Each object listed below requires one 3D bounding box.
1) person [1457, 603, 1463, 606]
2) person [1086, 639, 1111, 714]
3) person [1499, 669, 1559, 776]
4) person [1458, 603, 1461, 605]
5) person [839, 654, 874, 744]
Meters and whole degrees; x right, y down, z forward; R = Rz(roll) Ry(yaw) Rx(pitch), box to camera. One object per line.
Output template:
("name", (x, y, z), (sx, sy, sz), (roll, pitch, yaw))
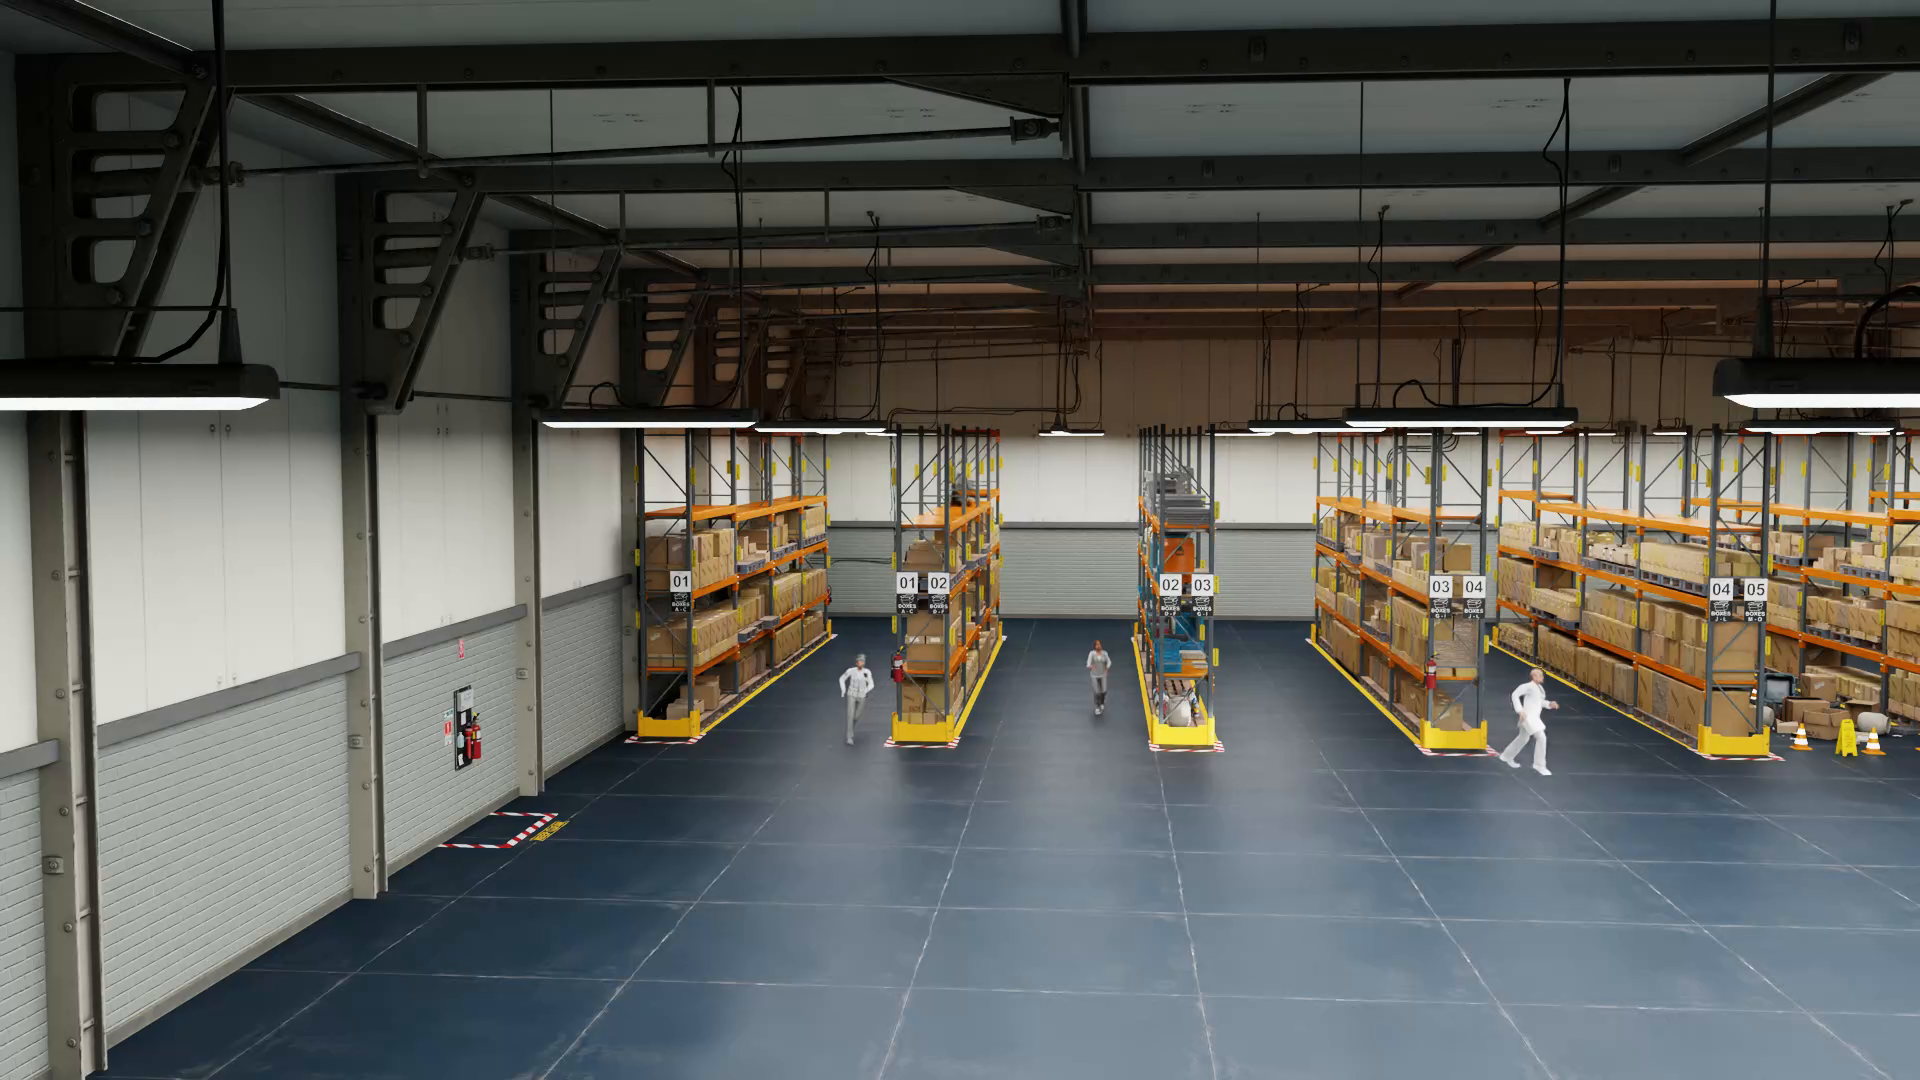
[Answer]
("person", (13.689, 2.045, 46.516), (0.737, 1.690, 0.944), (2, 4, 35))
("person", (2.878, 2.838, 34.358), (0.522, 1.559, 0.555), (0, 3, -1))
("person", (9.756, 3.108, 28.532), (0.988, 1.826, 0.623), (2, 4, 32))
("person", (14.050, 2.071, 46.911), (0.904, 1.646, 0.606), (-2, 4, -26))
("person", (-1.957, 2.992, 31.553), (0.652, 1.685, 0.814), (-1, 4, -12))
